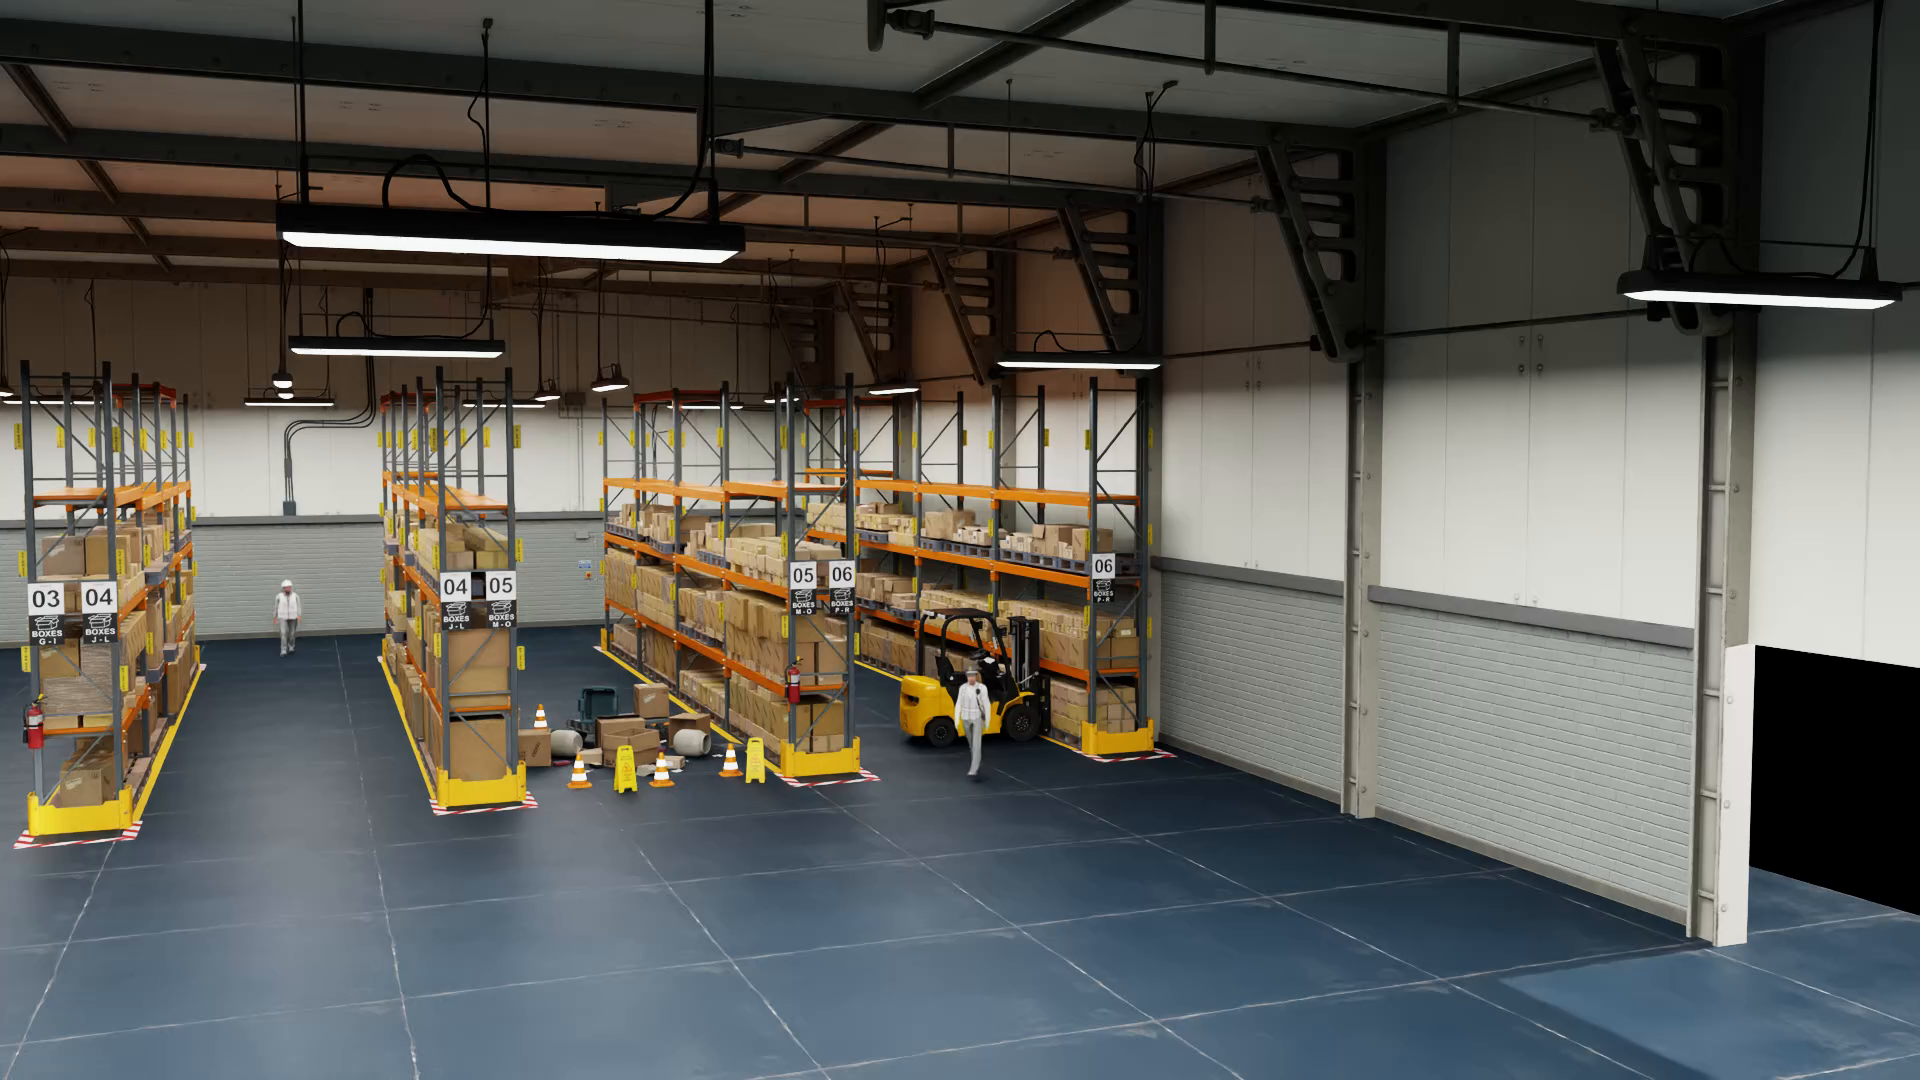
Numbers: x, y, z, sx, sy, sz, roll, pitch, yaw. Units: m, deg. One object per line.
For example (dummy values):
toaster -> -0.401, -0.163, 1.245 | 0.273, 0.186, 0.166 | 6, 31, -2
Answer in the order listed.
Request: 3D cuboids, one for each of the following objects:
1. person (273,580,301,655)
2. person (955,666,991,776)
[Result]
person -> -15.644, 1.795, 38.683 | 0.606, 1.706, 1.082 | -2, 4, -27
person -> 0.181, 2.677, 24.819 | 0.520, 1.607, 1.064 | 2, 4, 25
